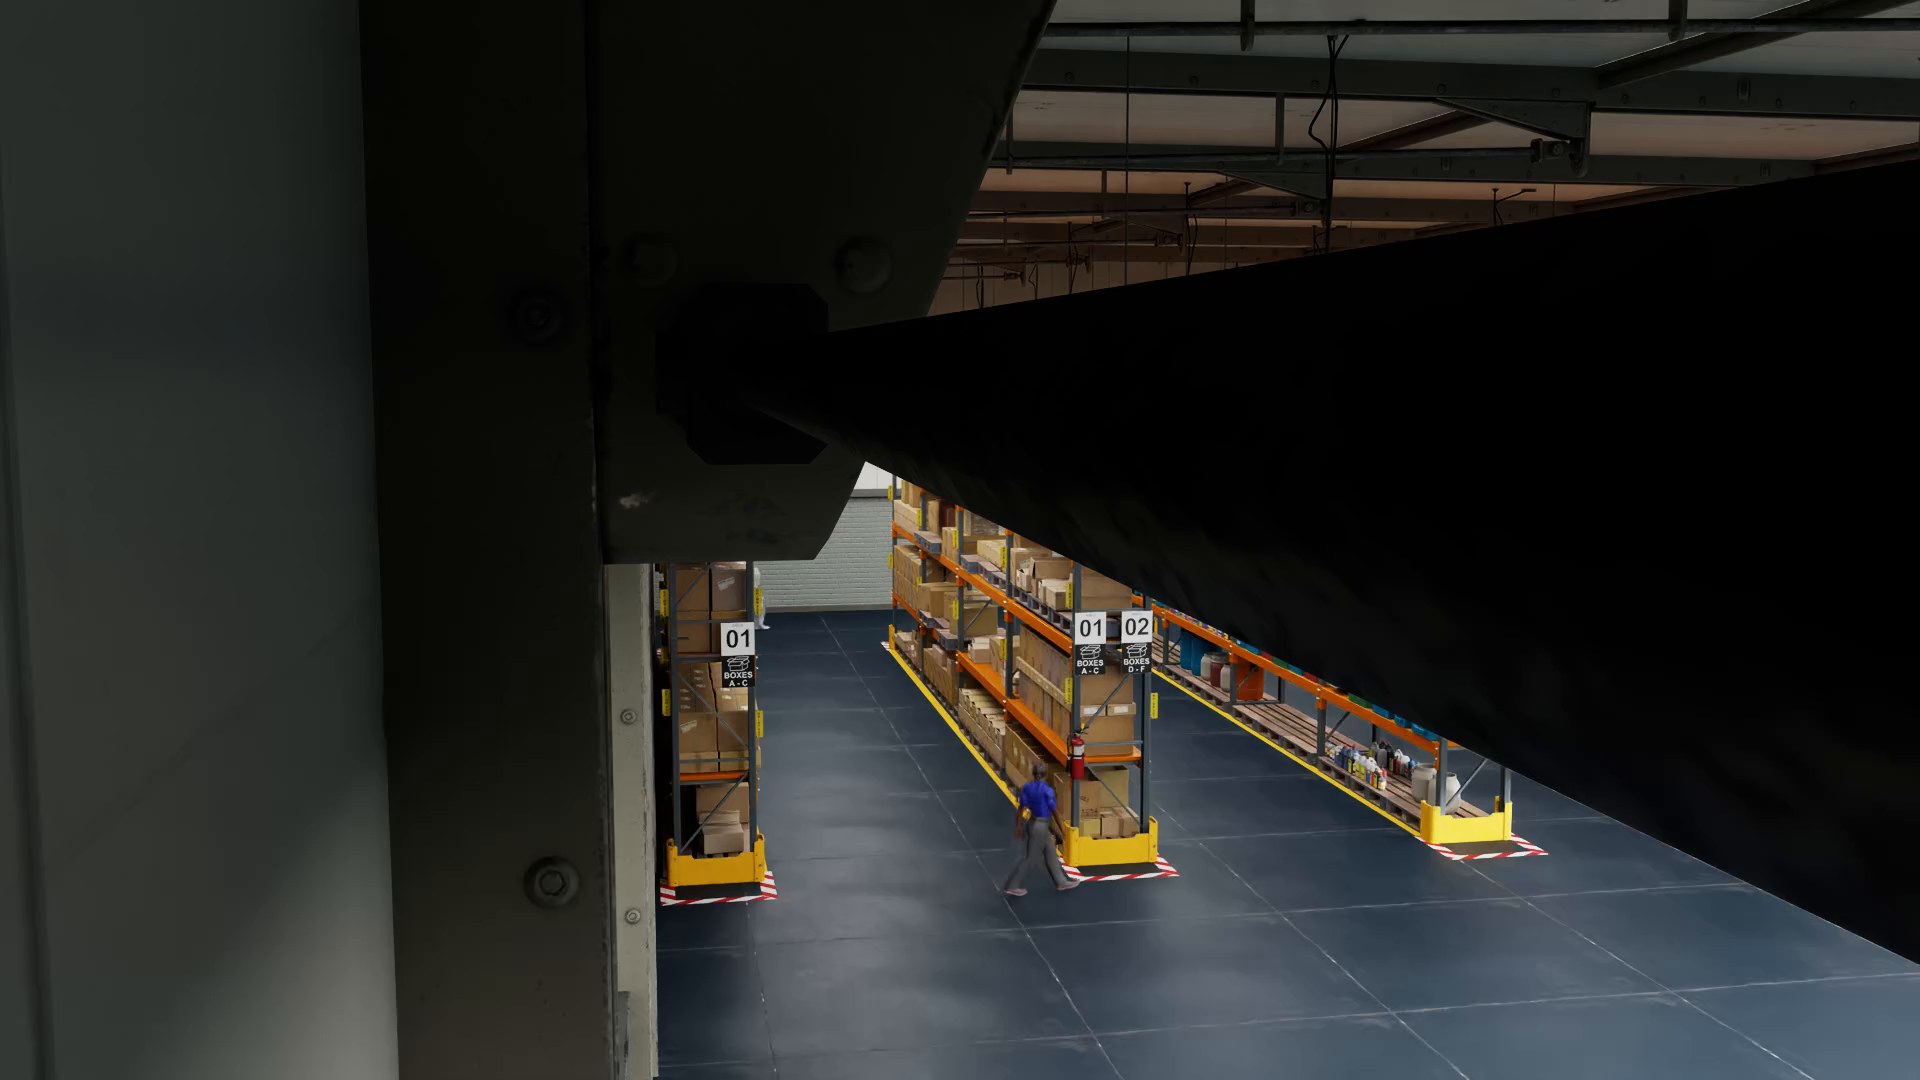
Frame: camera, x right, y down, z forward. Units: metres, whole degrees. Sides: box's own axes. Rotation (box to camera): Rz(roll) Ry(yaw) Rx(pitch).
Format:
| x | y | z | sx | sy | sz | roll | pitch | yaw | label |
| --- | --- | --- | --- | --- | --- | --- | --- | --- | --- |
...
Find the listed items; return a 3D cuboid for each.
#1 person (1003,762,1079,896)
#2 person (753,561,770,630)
| x | y | z | sx | sy | sz | roll | pitch | yaw | label |
| --- | --- | --- | --- | --- | --- | --- | --- | --- | --- |
| 0.979 | 3.397 | 19.617 | 0.973 | 1.598 | 0.402 | -1 | 6 | -13 | person |
| -4.923 | 1.238 | 39.000 | 0.931 | 1.732 | 0.616 | 2 | 7 | 21 | person |
